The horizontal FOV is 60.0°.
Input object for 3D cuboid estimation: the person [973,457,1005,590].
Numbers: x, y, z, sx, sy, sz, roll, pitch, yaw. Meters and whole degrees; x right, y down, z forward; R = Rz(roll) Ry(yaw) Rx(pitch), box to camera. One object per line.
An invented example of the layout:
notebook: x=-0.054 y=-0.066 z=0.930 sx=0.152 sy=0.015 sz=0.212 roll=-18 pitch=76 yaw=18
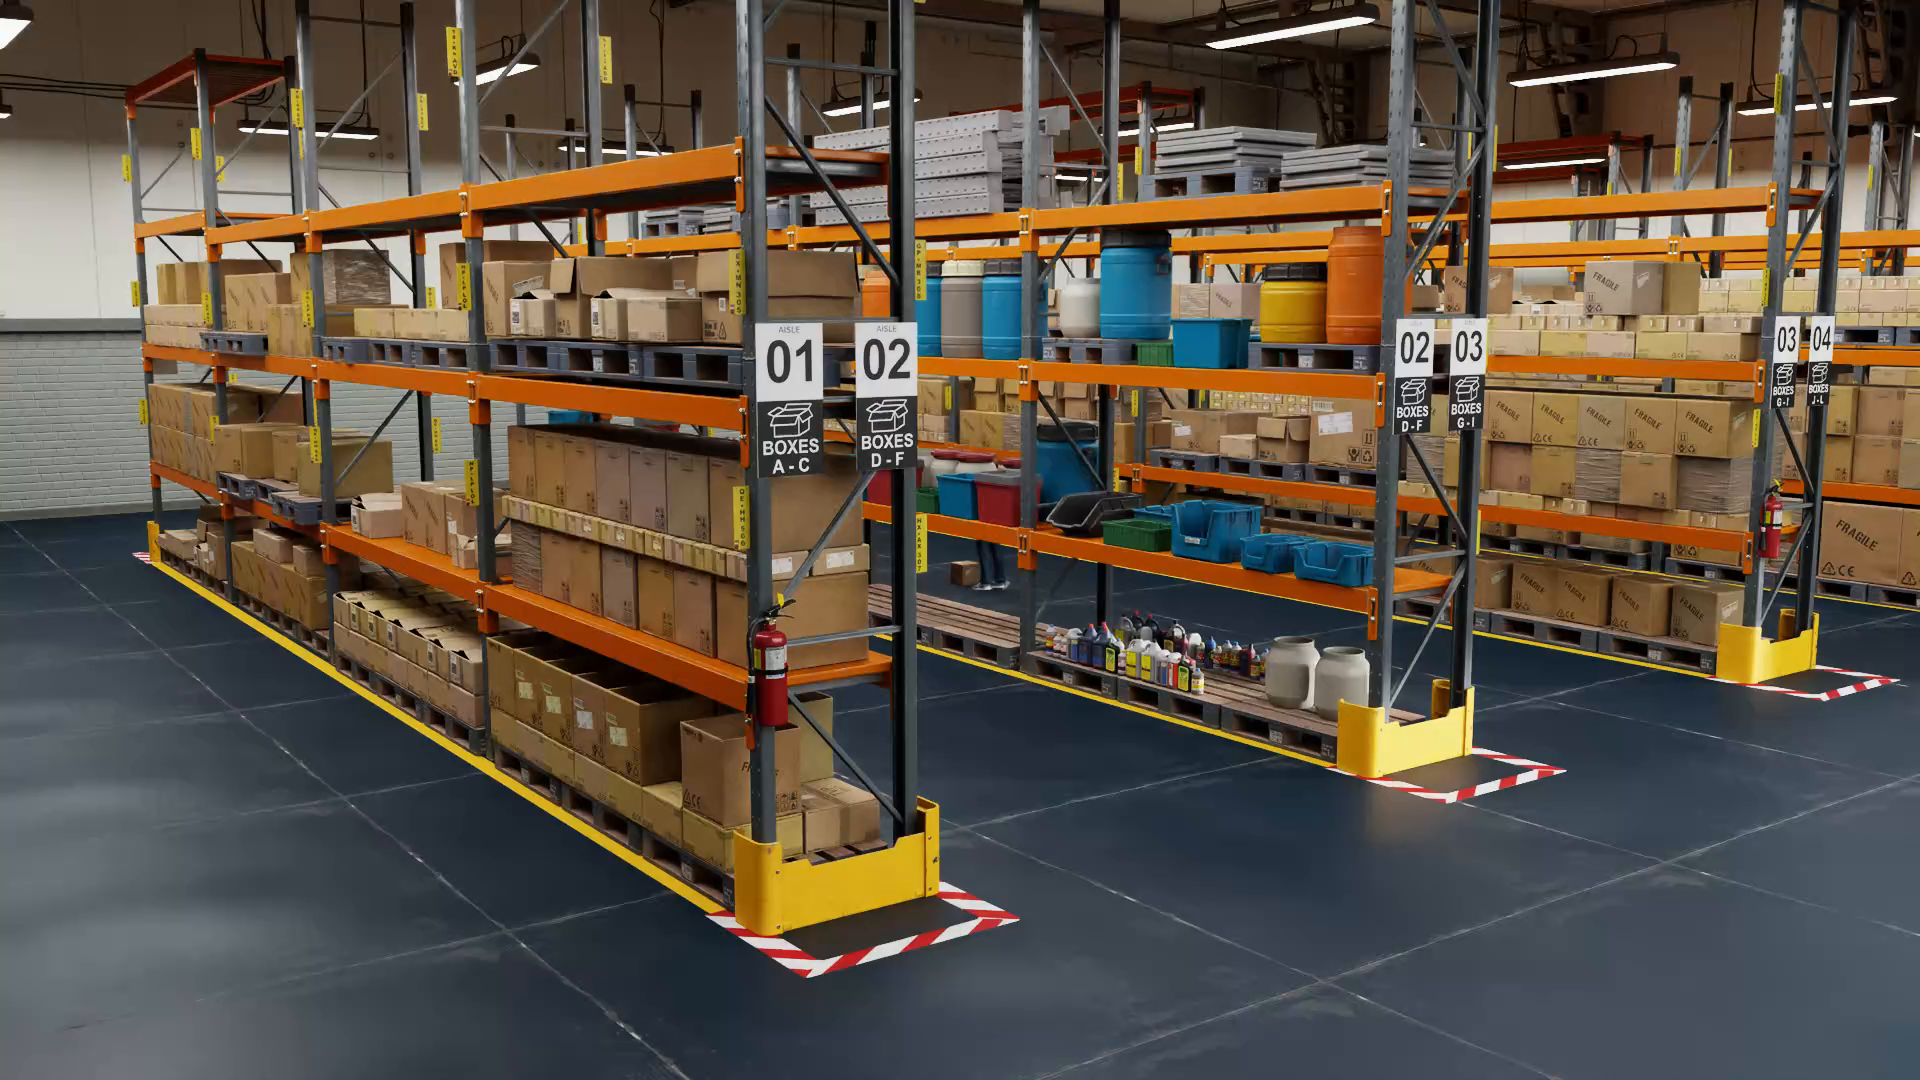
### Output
person: x=0.329 y=-0.210 z=19.374 sx=0.406 sy=1.595 sz=0.307 roll=-6 pitch=10 yaw=-35
